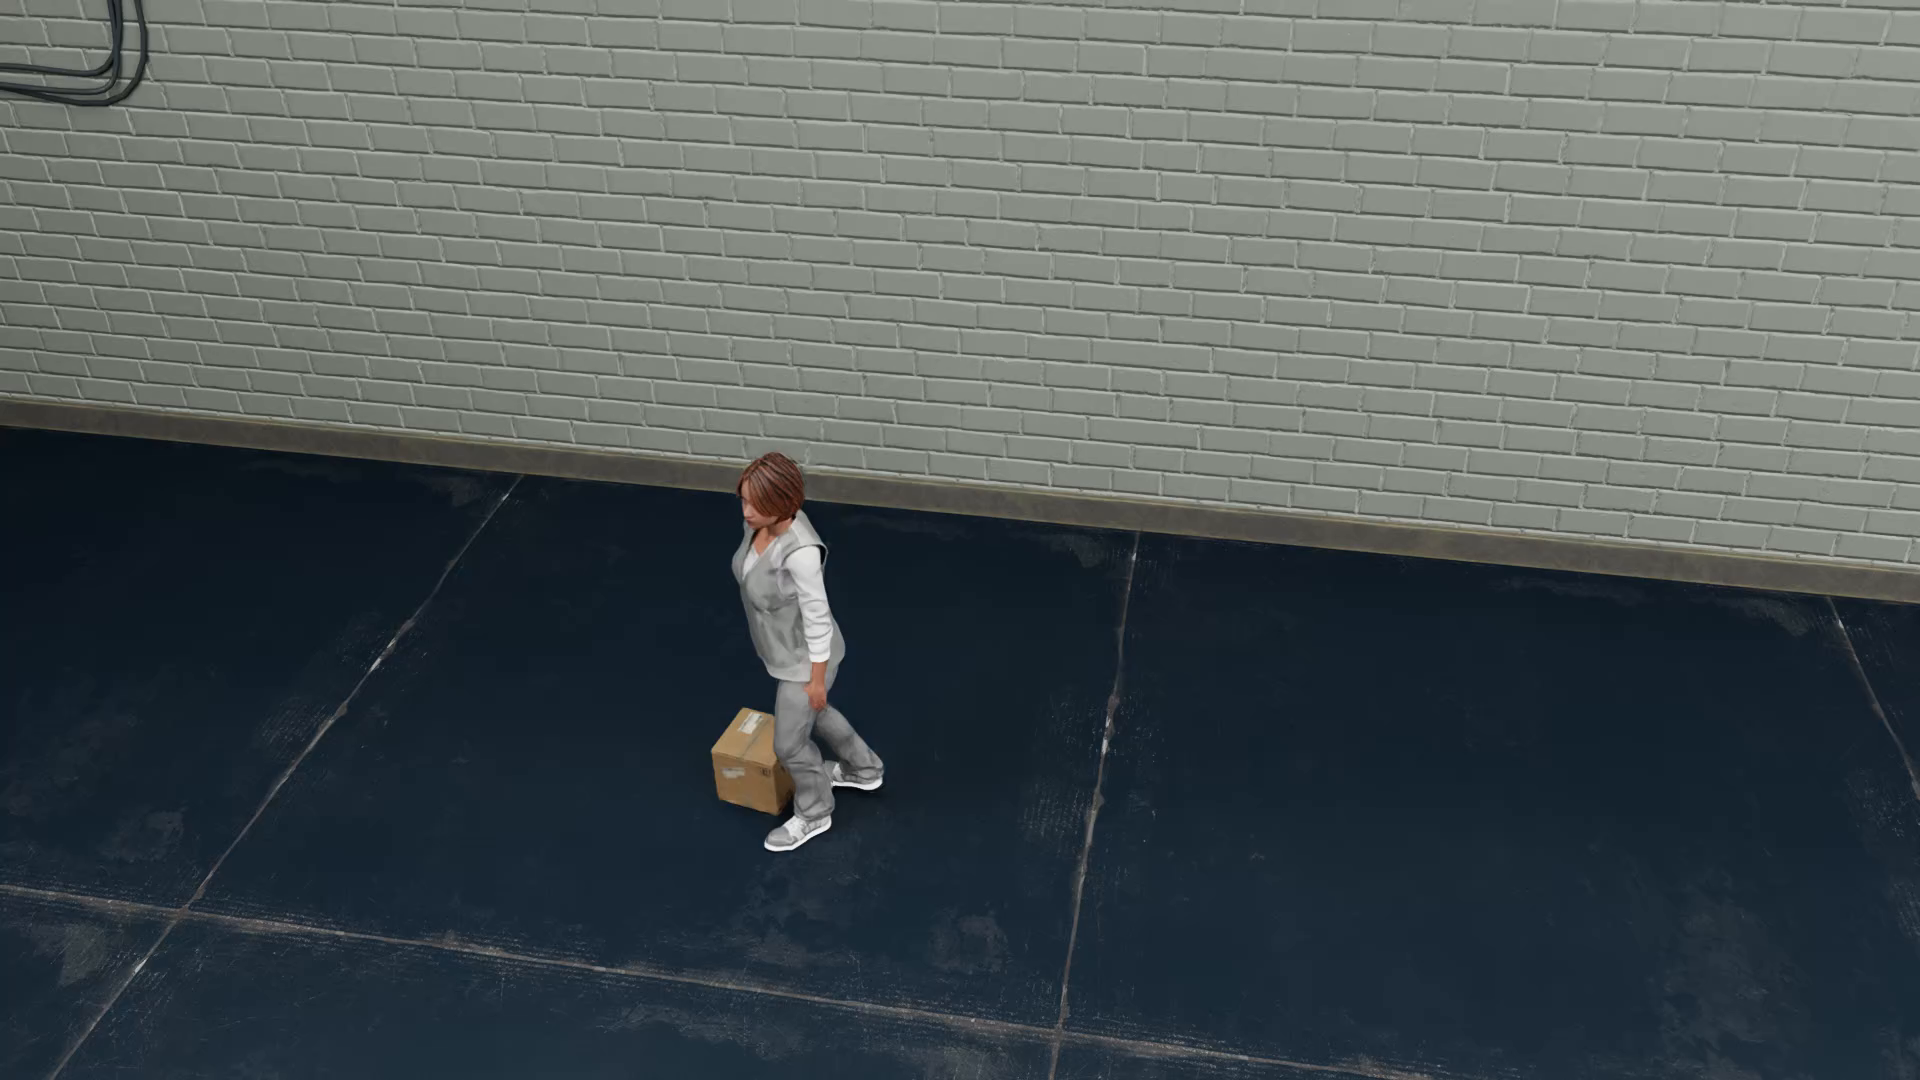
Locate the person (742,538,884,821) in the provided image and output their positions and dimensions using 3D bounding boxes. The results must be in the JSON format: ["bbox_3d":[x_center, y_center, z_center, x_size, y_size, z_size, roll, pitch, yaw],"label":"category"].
[{"bbox_3d":[-0.475,0.436,5.628,0.488,1.285,0.436,-14,35,-21],"label":"person"}]
